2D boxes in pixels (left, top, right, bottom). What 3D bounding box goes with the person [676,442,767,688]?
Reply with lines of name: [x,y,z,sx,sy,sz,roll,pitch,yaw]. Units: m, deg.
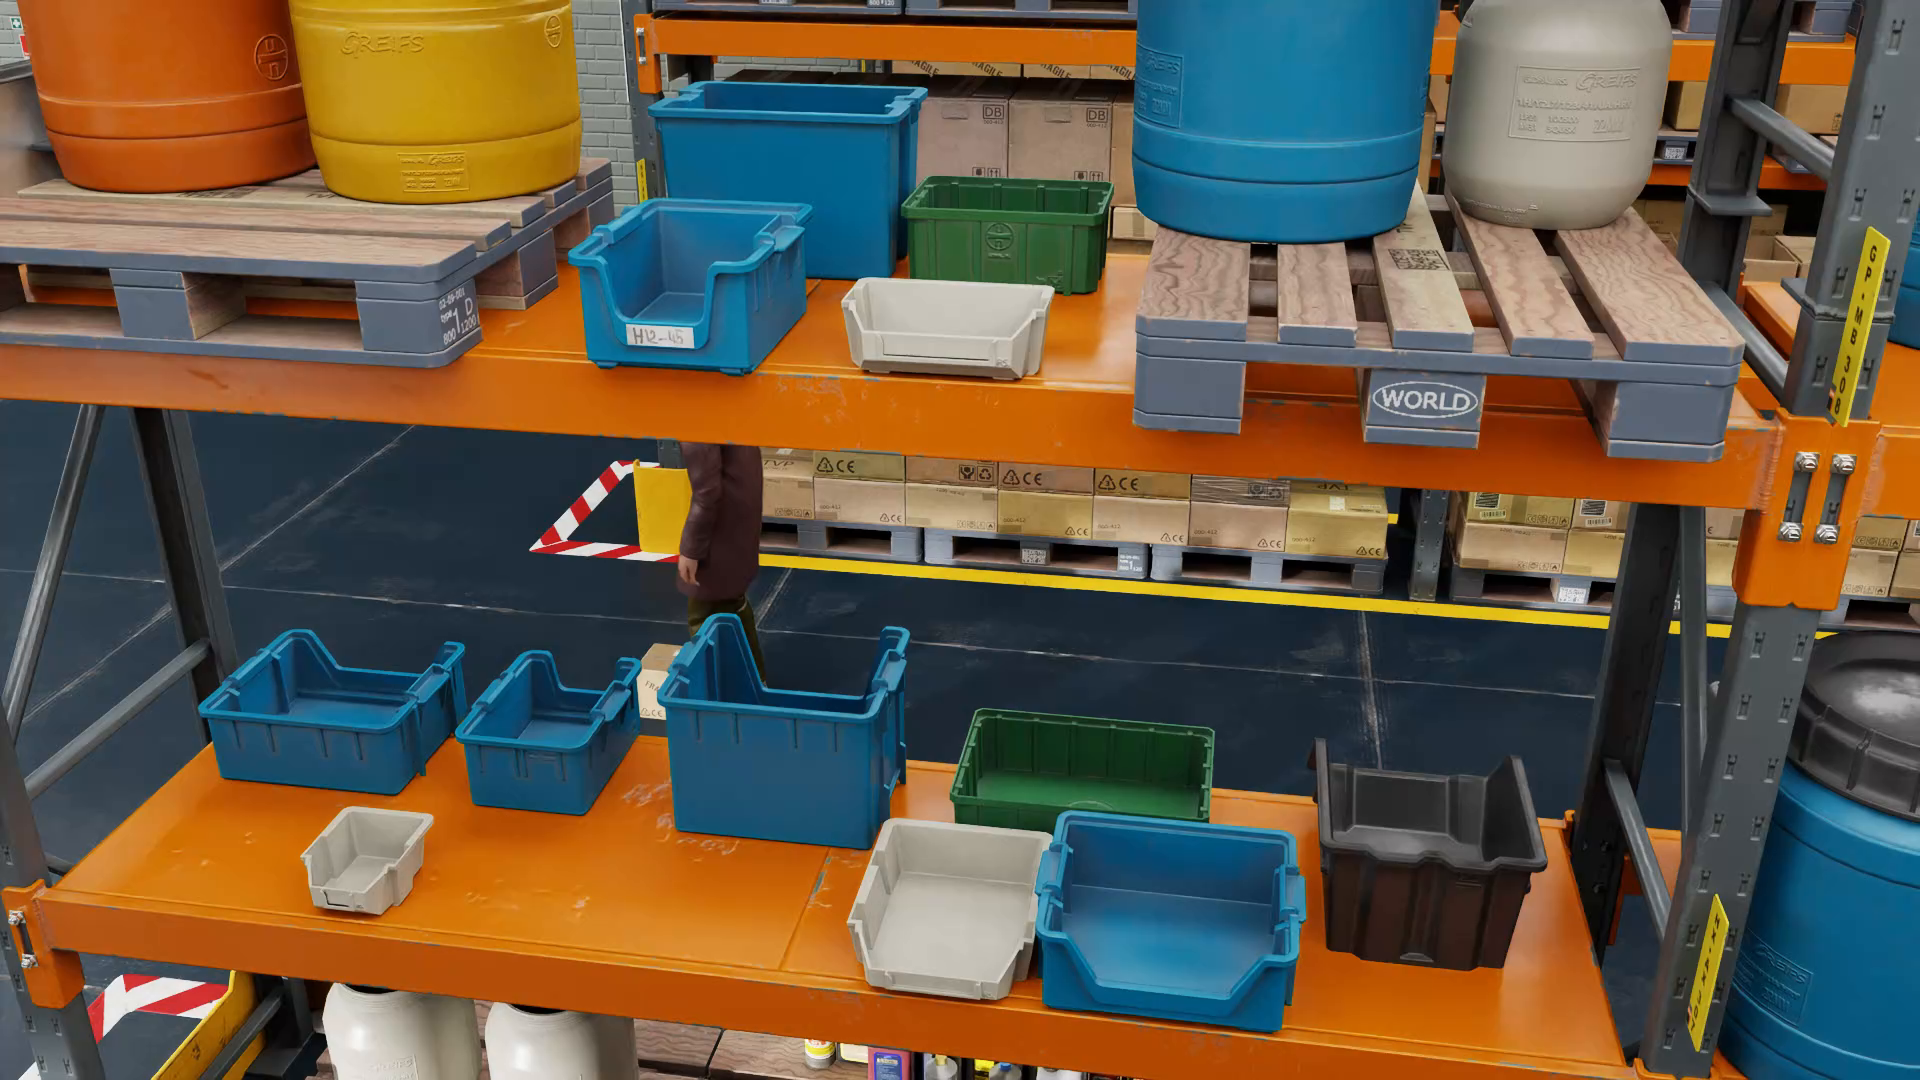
person: [-1.060,-0.036,7.201,0.427,1.774,0.644,4,25,9]
